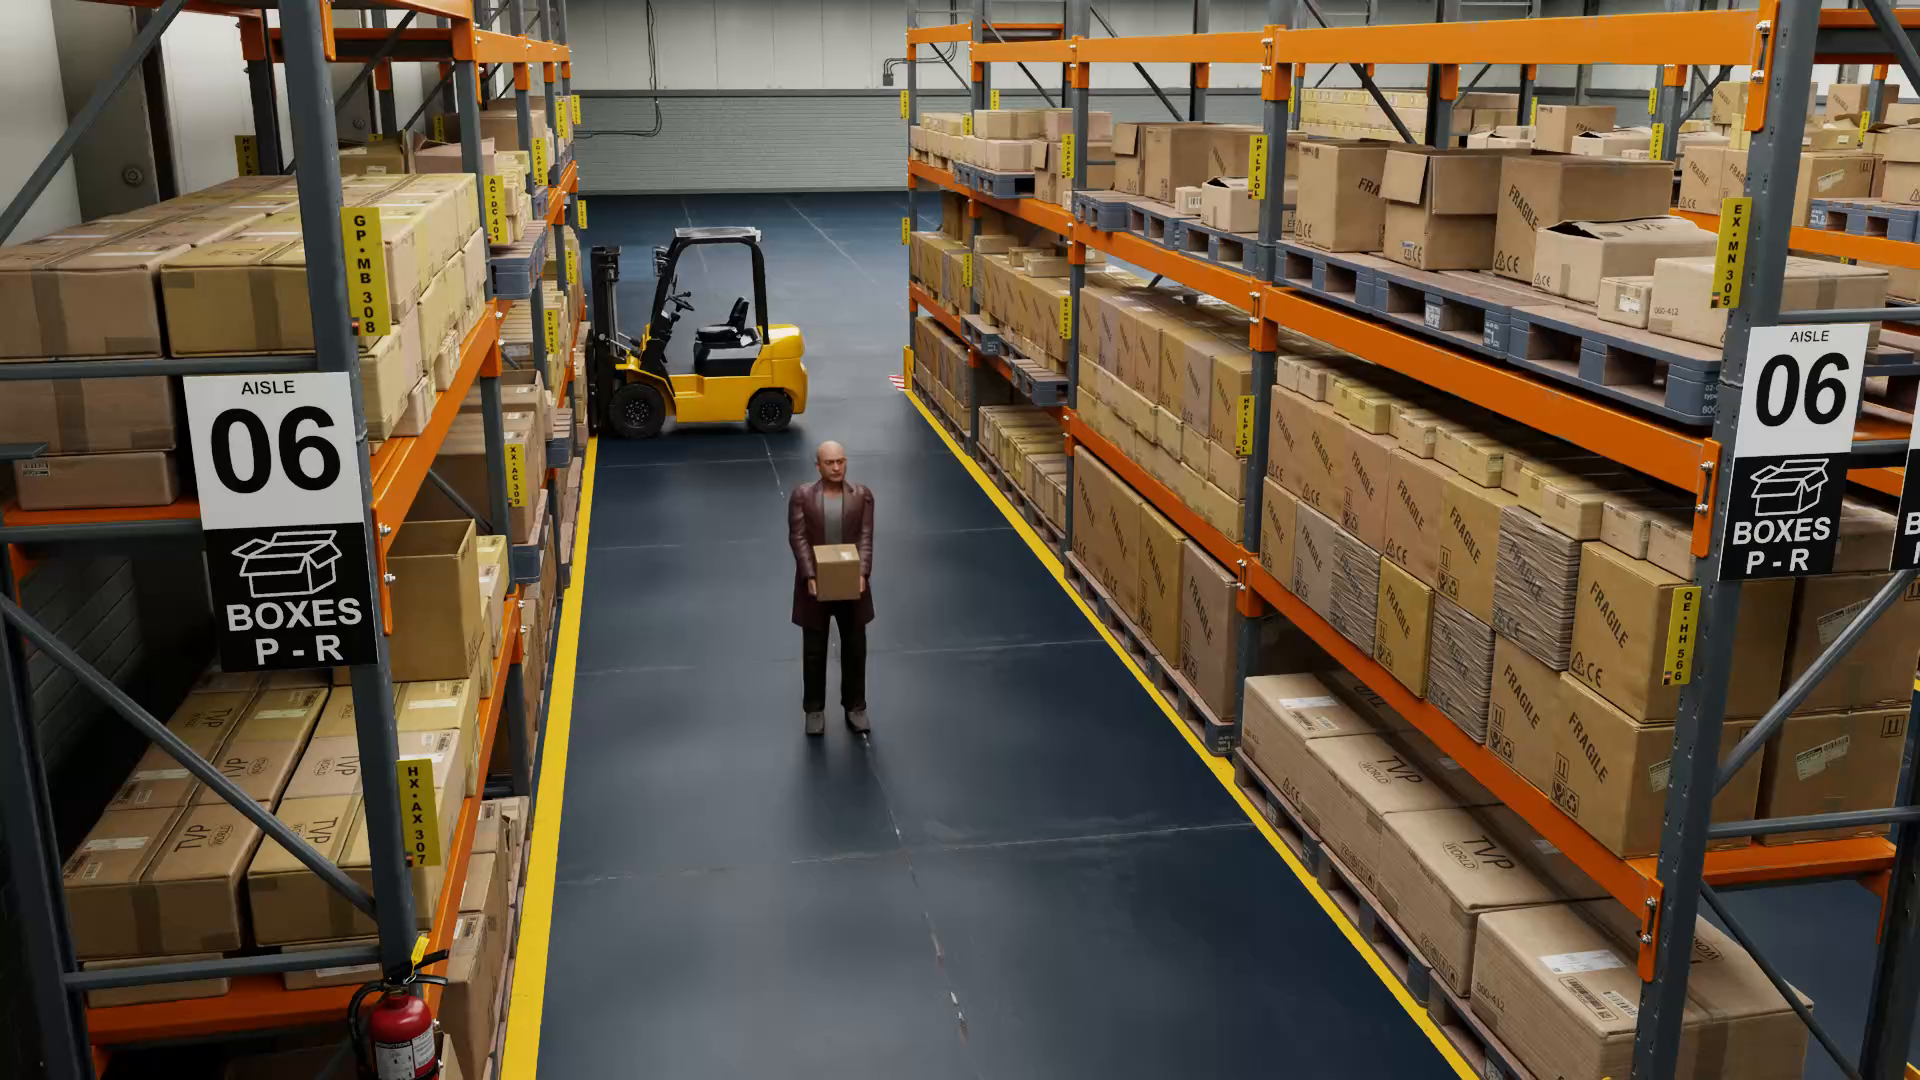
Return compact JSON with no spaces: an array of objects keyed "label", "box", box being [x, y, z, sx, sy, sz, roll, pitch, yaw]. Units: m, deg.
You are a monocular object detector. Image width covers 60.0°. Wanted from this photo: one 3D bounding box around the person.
[{"label":"person","box":[-0.751,0.311,9.993,0.526,1.776,0.545,-3,16,-10]}]
